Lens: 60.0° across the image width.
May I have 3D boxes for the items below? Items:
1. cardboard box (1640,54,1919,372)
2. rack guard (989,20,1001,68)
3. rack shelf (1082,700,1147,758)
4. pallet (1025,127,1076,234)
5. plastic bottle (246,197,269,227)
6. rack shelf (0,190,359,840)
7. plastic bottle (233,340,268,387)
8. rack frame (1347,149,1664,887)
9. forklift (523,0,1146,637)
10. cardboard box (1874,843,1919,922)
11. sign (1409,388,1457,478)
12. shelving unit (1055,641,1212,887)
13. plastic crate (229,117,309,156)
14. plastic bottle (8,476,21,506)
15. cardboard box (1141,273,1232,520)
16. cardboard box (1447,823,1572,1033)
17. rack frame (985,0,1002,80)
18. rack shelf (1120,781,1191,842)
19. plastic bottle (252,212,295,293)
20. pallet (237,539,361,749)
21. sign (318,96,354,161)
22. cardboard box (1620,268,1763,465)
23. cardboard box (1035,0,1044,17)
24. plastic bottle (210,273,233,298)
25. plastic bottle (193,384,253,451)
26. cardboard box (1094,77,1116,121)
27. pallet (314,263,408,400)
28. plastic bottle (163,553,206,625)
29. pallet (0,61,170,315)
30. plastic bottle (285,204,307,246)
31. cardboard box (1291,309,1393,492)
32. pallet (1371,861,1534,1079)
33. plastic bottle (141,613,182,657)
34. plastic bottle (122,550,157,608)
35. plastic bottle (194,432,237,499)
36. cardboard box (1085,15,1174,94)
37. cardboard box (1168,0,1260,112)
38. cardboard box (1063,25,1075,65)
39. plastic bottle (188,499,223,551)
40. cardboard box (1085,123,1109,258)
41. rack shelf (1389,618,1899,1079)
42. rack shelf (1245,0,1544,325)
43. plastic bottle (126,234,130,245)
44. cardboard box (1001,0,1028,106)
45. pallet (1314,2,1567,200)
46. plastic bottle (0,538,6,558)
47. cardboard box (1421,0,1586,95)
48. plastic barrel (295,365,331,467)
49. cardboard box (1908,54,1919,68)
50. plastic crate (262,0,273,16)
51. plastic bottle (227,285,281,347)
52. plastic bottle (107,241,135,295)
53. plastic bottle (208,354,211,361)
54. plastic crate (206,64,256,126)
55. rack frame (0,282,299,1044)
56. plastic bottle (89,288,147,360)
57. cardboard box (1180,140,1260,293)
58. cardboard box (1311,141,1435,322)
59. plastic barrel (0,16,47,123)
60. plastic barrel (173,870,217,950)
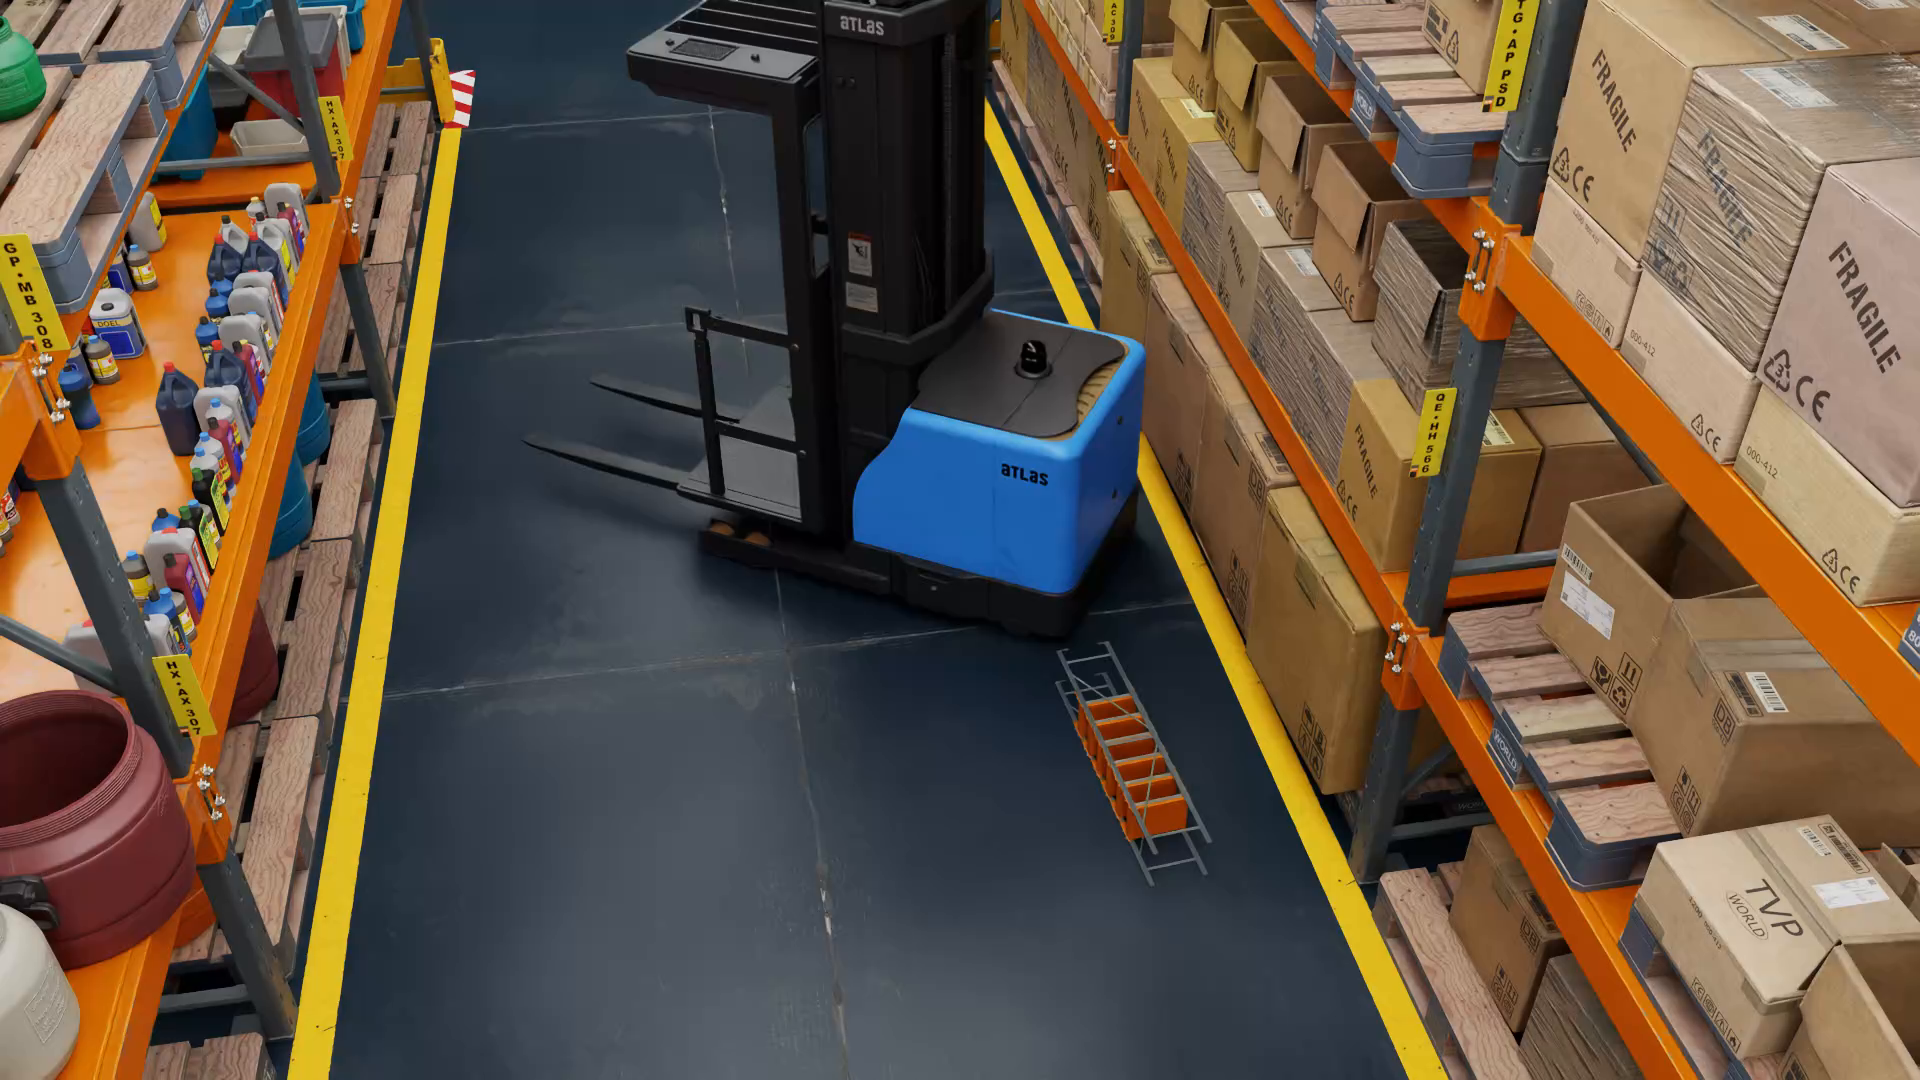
[{"bbox_3d":[1.935,-0.739,3.723,0.500,0.500,0.500,-6,38,-8],"label":"cardboard box"},{"bbox_3d":[0.614,-3.796,12.628,1.175,0.500,0.348,-6,38,-8],"label":"rack guard"},{"bbox_3d":[0.648,0.793,6.971,0.258,0.180,0.103,-10,39,-12],"label":"rack shelf"},{"bbox_3d":[1.046,-2.457,11.141,1.003,0.211,1.213,-6,38,-8],"label":"pallet"},{"bbox_3d":[-3.289,-1.513,7.814,0.097,0.201,0.097,0,38,0],"label":"plastic bottle"},{"bbox_3d":[-3.206,-0.327,6.713,1.077,0.370,4.000,-6,38,-8],"label":"rack shelf"},{"bbox_3d":[-2.905,-0.724,6.799,0.097,0.201,0.097,0,38,0],"label":"plastic bottle"},{"bbox_3d":[2.021,0.064,5.623,1.000,3.000,0.127,-6,38,-8],"label":"rack frame"},{"bbox_3d":[-0.702,-1.308,7.444,3.031,2.935,1.130,15,40,18],"label":"forklift"},{"bbox_3d":[2.579,0.929,4.276,0.396,0.266,0.258,-7,38,-9],"label":"cardboard box"},{"bbox_3d":[1.475,-0.332,5.188,0.100,0.325,0.005,-6,38,-8],"label":"sign"},{"bbox_3d":[0.691,0.891,6.846,0.258,0.189,1.200,-10,39,-12],"label":"shelving unit"},{"bbox_3d":[-3.498,-2.036,8.491,0.396,0.136,0.243,-6,38,-8],"label":"plastic crate"},{"bbox_3d":[-3.547,-0.246,6.117,0.061,0.283,0.133,-6,38,-8],"label":"plastic bottle"},{"bbox_3d":[1.609,-0.755,8.066,1.225,0.875,0.875,-7,38,-10],"label":"cardboard box"},{"bbox_3d":[2.158,1.280,5.737,0.700,0.500,0.500,-8,39,-10],"label":"cardboard box"},{"bbox_3d":[0.618,-4.768,11.843,1.000,3.000,0.127,-6,38,-8],"label":"rack frame"},{"bbox_3d":[0.774,1.077,6.605,0.258,0.180,0.103,-10,39,-12],"label":"rack shelf"},{"bbox_3d":[-3.073,-1.280,7.393,0.144,0.351,0.185,-6,38,-8],"label":"plastic bottle"},{"bbox_3d":[-3.245,0.491,7.346,1.003,0.211,1.213,-6,38,-8],"label":"pallet"},{"bbox_3d":[-3.015,-1.987,8.037,0.100,0.325,0.005,-6,38,-8],"label":"sign"},{"bbox_3d":[1.942,-0.440,3.949,0.500,0.250,0.500,-5,38,-7],"label":"cardboard box"},{"bbox_3d":[0.674,-3.332,10.199,0.380,0.149,0.250,-6,38,-7],"label":"cardboard box"},{"bbox_3d":[-3.136,-1.015,7.117,0.097,0.271,0.097,0,38,0],"label":"plastic bottle"},{"bbox_3d":[-2.856,-0.488,6.435,0.152,0.276,0.135,-6,38,-8],"label":"plastic bottle"},{"bbox_3d":[0.944,-2.402,9.001,0.380,0.149,0.250,-6,38,-8],"label":"cardboard box"},{"bbox_3d":[-3.724,-1.158,9.469,1.003,0.211,1.213,-6,38,-8],"label":"pallet"},{"bbox_3d":[-2.626,0.143,5.616,0.061,0.283,0.133,-6,38,-8],"label":"plastic bottle"},{"bbox_3d":[-2.893,-0.986,4.683,1.003,0.211,1.213,-6,38,-8],"label":"pallet"},{"bbox_3d":[-3.122,-1.471,7.760,0.097,0.201,0.097,0,38,0],"label":"plastic bottle"},{"bbox_3d":[1.609,-0.549,6.330,0.500,0.500,0.500,-7,38,-8],"label":"cardboard box"},{"bbox_3d":[2.156,1.637,5.871,1.003,0.211,1.213,-6,38,-8],"label":"pallet"},{"bbox_3d":[-2.613,0.349,5.356,0.152,0.276,0.135,-6,38,-8],"label":"plastic bottle"},{"bbox_3d":[-2.814,0.124,5.707,0.097,0.201,0.097,0,38,0],"label":"plastic bottle"},{"bbox_3d":[-2.768,-0.280,6.170,0.097,0.271,0.097,0,38,0],"label":"plastic bottle"},{"bbox_3d":[0.984,-2.649,8.994,0.500,0.250,0.500,-7,38,-9],"label":"cardboard box"},{"bbox_3d":[1.440,-2.403,7.899,0.797,0.503,0.637,-7,38,-9],"label":"cardboard box"},{"bbox_3d":[0.808,-2.868,9.601,0.380,0.149,0.250,-6,38,-7],"label":"cardboard box"},{"bbox_3d":[-2.711,-0.054,5.937,0.097,0.201,0.097,0,38,0],"label":"plastic bottle"},{"bbox_3d":[1.283,-2.086,9.780,0.875,0.875,0.875,-6,38,-8],"label":"cardboard box"},{"bbox_3d":[2.371,1.556,4.289,1.077,0.370,4.000,-6,38,-8],"label":"rack shelf"},{"bbox_3d":[1.670,-2.045,6.478,1.077,0.370,4.000,-6,38,-8],"label":"rack shelf"},{"bbox_3d":[-3.912,-1.506,7.739,0.061,0.283,0.133,-6,38,-8],"label":"plastic bottle"},{"bbox_3d":[0.809,-3.717,11.879,0.875,0.875,0.875,-6,38,-8],"label":"cardboard box"},{"bbox_3d":[1.856,-1.429,5.254,1.213,0.211,1.003,-5,38,-6],"label":"pallet"},{"bbox_3d":[-3.474,-0.028,5.904,0.097,0.201,0.097,0,38,0],"label":"plastic bottle"},{"bbox_3d":[1.843,-1.688,5.006,0.797,0.503,0.637,-4,38,-5],"label":"cardboard box"},{"bbox_3d":[-3.478,-0.826,8.137,0.600,0.901,0.708,-6,38,-8],"label":"plastic barrel"},{"bbox_3d":[2.451,-0.788,3.785,0.500,0.500,0.500,-6,38,-8],"label":"cardboard box"},{"bbox_3d":[-4.308,-3.213,9.929,0.416,0.233,0.300,-6,38,-8],"label":"plastic crate"},{"bbox_3d":[-2.993,-0.961,7.043,0.152,0.276,0.135,-6,38,-8],"label":"plastic bottle"},{"bbox_3d":[-3.787,-1.229,7.388,0.152,0.276,0.135,-6,38,-8],"label":"plastic bottle"},{"bbox_3d":[-2.942,-0.665,6.665,0.097,0.271,0.097,0,38,0],"label":"plastic bottle"},{"bbox_3d":[-4.017,-2.382,8.946,0.437,0.125,0.590,-6,38,-8],"label":"plastic crate"},{"bbox_3d":[-2.855,0.597,4.937,1.000,3.000,0.127,-6,38,-8],"label":"rack frame"},{"bbox_3d":[-3.539,-0.907,6.974,0.152,0.276,0.135,-6,38,-8],"label":"plastic bottle"},{"bbox_3d":[1.330,-1.481,7.530,0.500,0.500,0.500,-7,38,-9],"label":"cardboard box"},{"bbox_3d":[1.797,-1.209,6.362,0.797,0.503,0.637,-5,38,-7],"label":"cardboard box"},{"bbox_3d":[-2.815,-1.357,4.791,0.294,0.245,0.294,0,38,0],"label":"plastic barrel"},{"bbox_3d":[-2.958,0.994,5.852,0.600,0.830,0.708,-6,38,-8],"label":"plastic barrel"}]
